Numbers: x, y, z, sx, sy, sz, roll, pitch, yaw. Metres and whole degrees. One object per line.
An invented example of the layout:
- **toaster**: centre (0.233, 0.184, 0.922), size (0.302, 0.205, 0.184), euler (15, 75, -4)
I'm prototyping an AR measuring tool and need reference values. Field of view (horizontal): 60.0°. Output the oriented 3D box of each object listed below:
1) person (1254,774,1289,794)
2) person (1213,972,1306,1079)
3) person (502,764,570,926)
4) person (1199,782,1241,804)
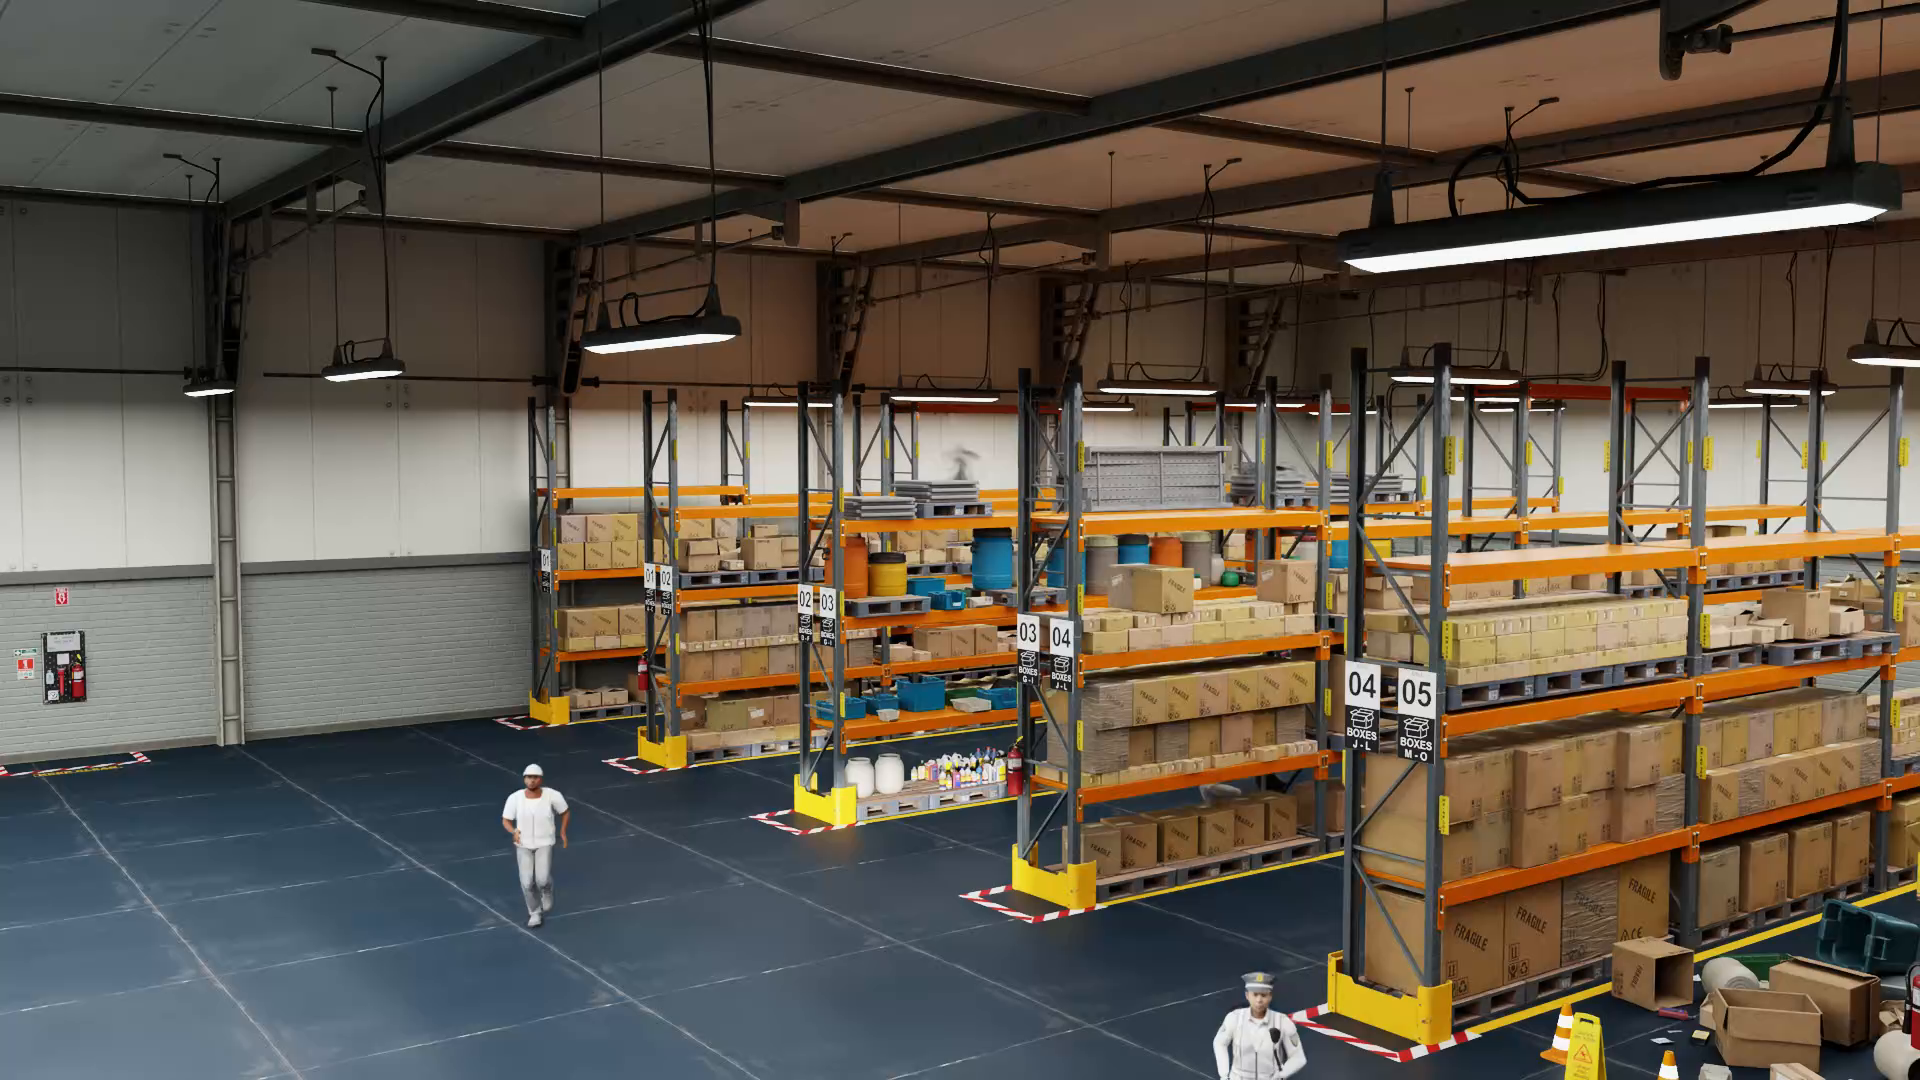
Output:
- **person**: centre (4.302, 2.916, 23.299), size (0.654, 1.728, 0.703), euler (-3, 4, -37)
- **person**: centre (1.982, 3.668, 11.096), size (0.596, 1.664, 0.743), euler (1, 3, 12)
- **person**: centre (-4.538, 3.254, 17.759), size (0.698, 1.723, 0.579), euler (0, 3, -8)
- **person**: centre (3.479, 2.974, 22.545), size (0.637, 1.735, 0.711), euler (-2, 4, -35)
